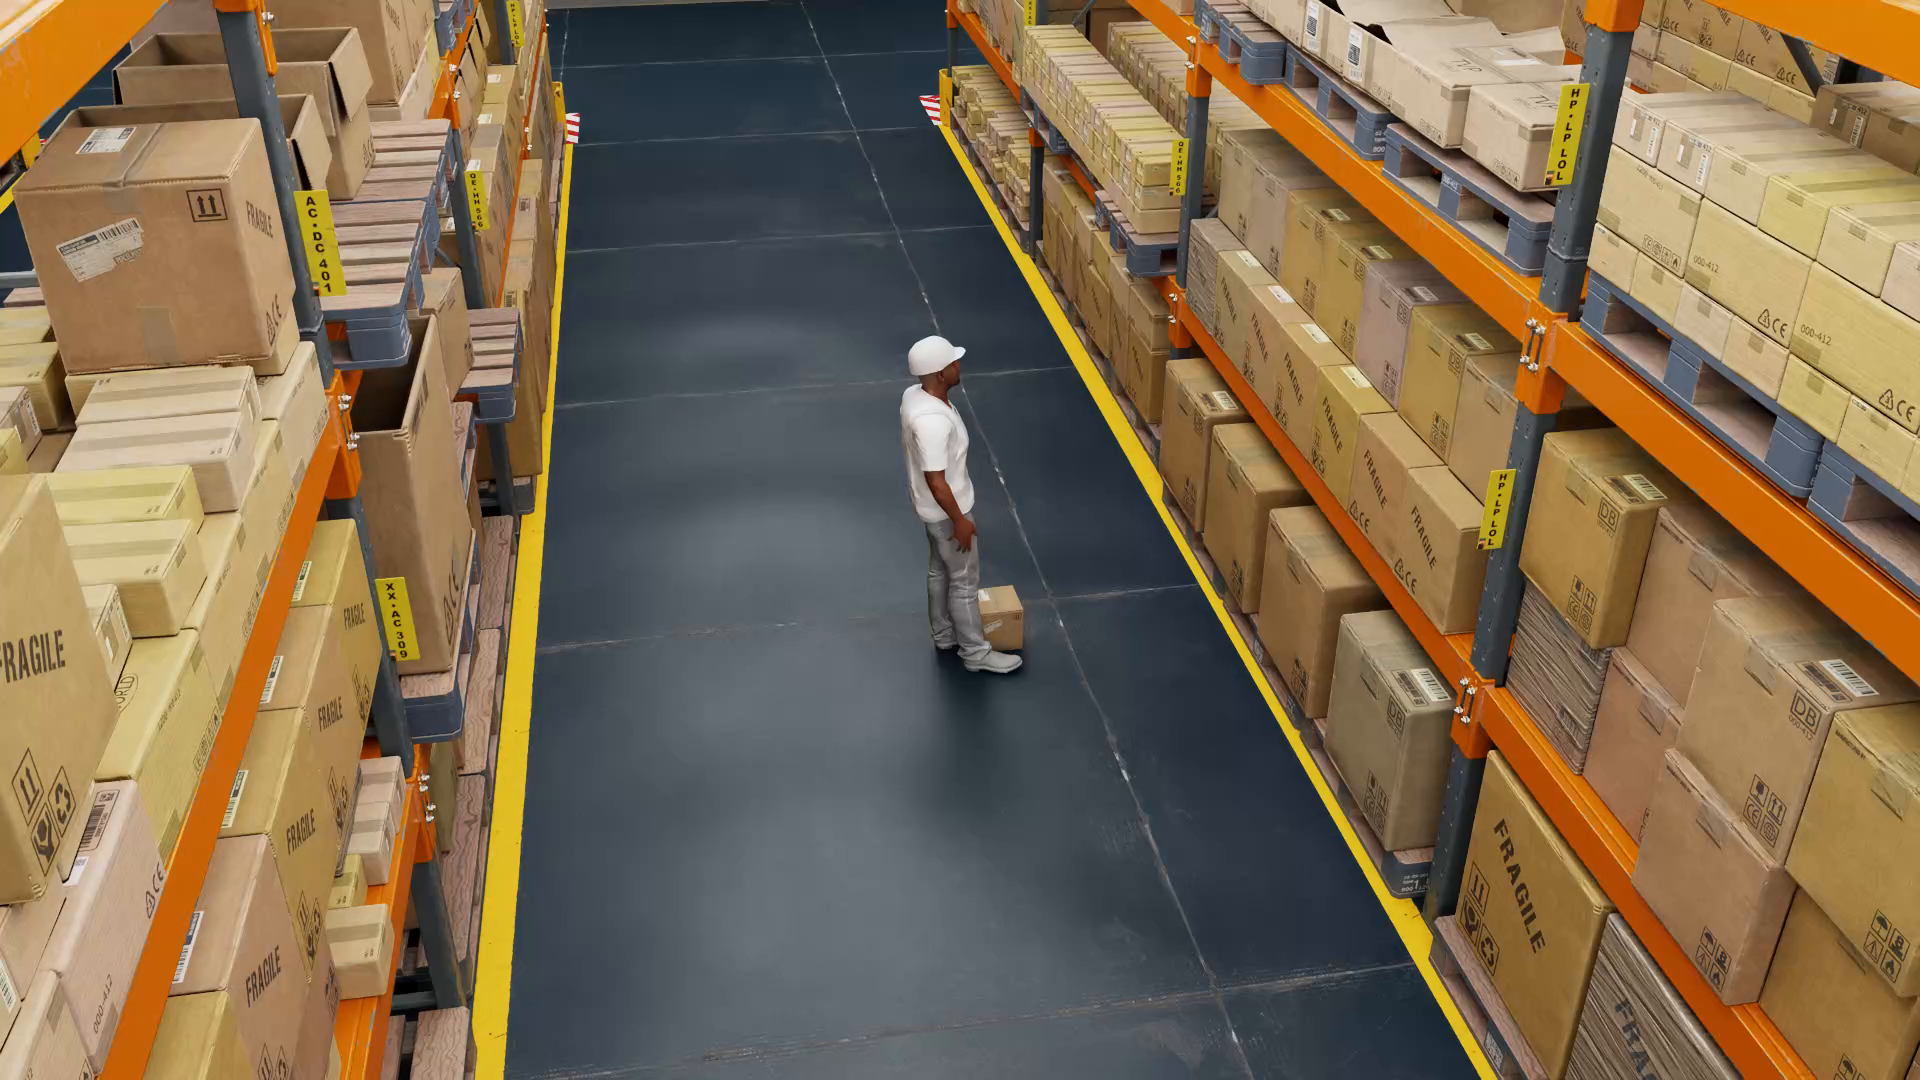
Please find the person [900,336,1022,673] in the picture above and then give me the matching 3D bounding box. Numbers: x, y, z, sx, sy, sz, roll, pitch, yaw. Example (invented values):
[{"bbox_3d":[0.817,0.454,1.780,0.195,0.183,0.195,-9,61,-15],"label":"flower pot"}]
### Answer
[{"bbox_3d":[-0.005,-0.202,8.440,0.577,1.765,0.666,-5,31,-9],"label":"person"}]
